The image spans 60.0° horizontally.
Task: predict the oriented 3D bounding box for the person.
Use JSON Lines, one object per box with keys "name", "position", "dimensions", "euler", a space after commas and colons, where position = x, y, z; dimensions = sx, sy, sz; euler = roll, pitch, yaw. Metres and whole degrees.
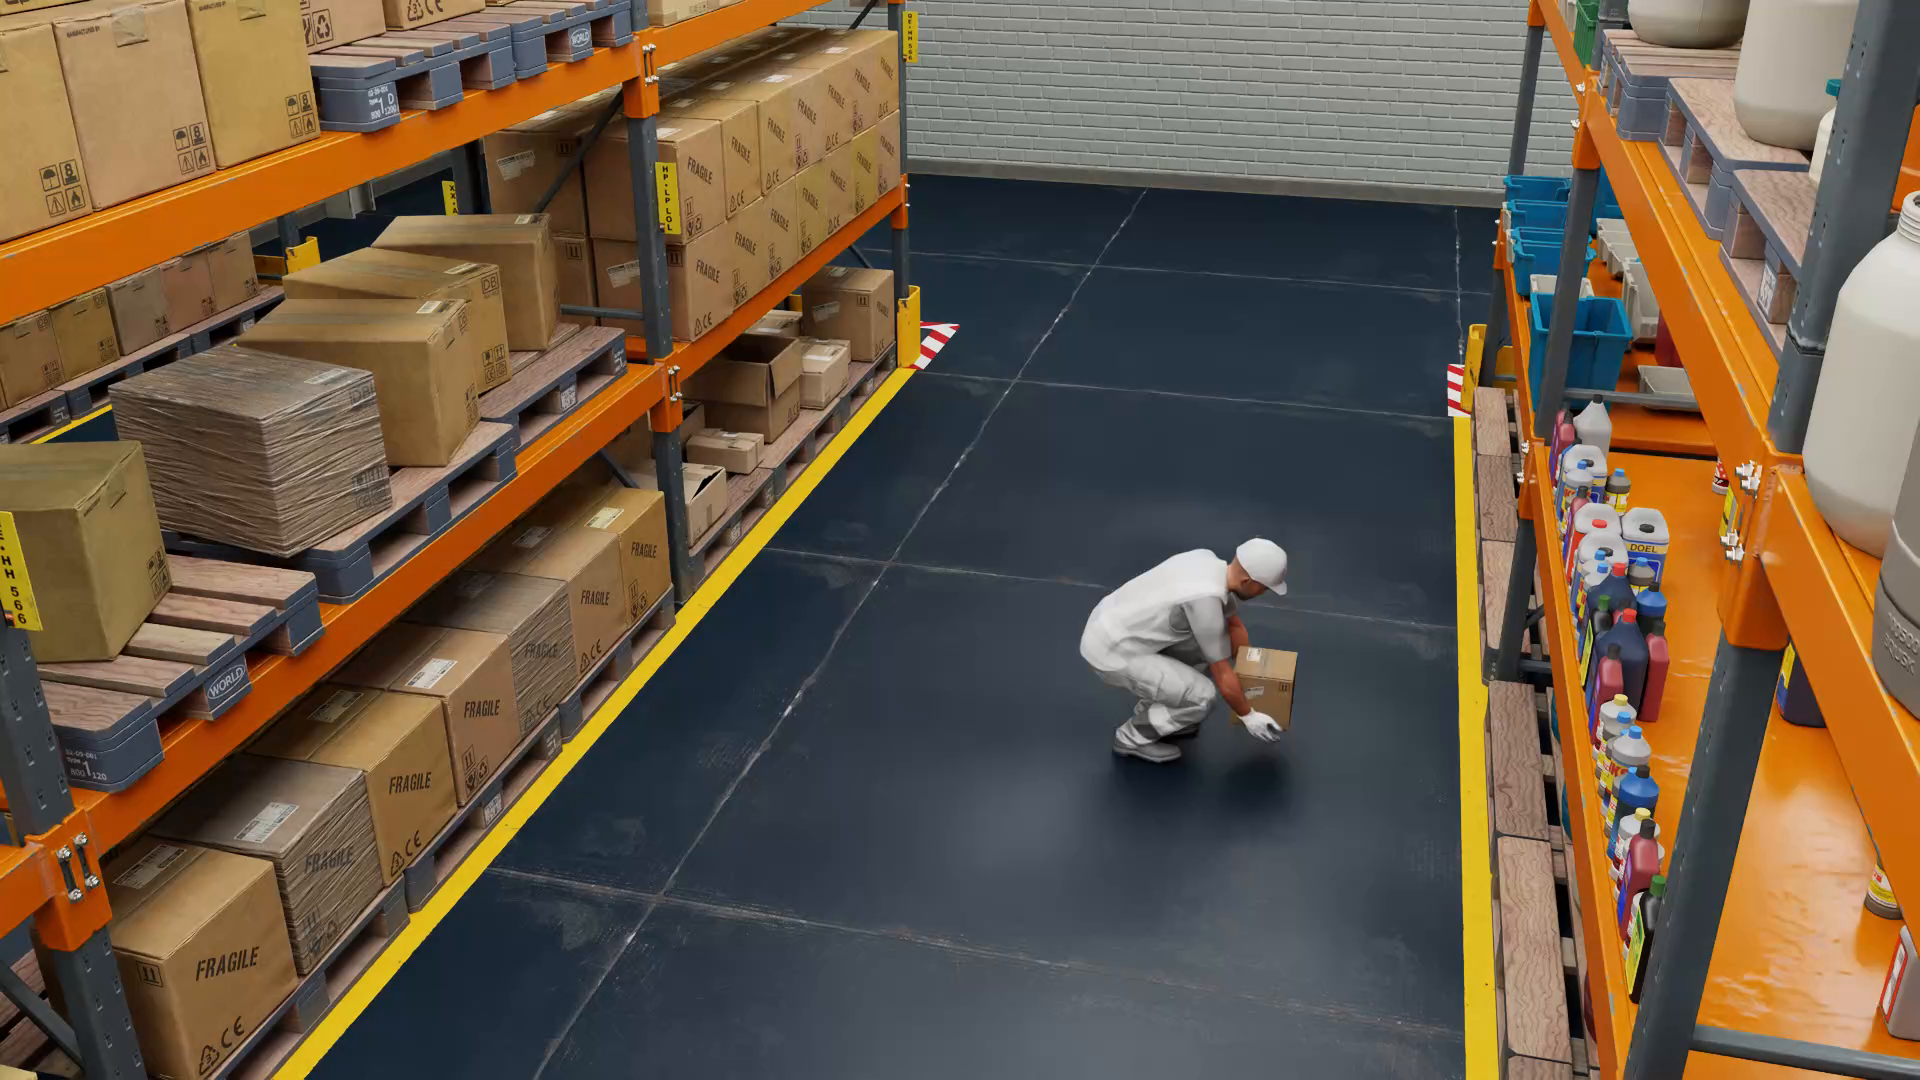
{"name": "person", "position": [0.964, 0.435, 7.096], "dimensions": [0.884, 0.994, 0.574], "euler": [6, 26, 13]}
